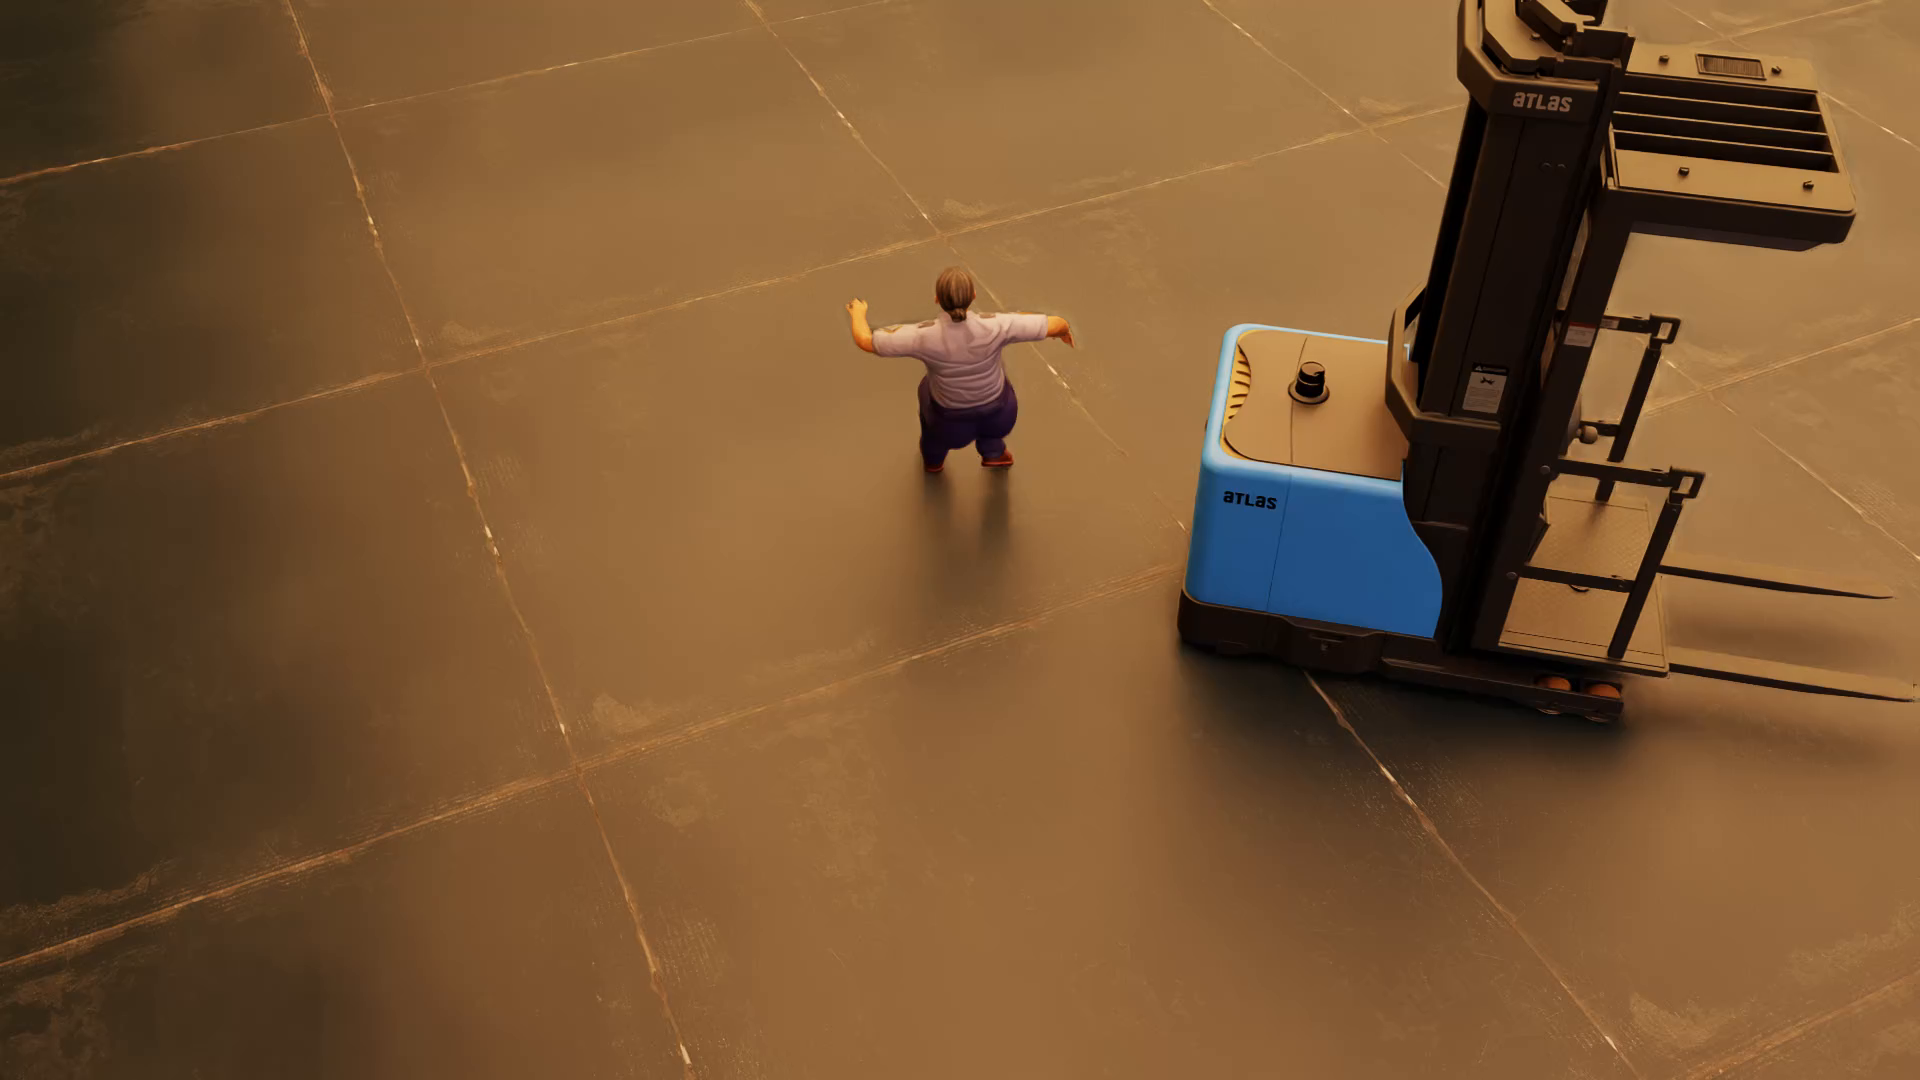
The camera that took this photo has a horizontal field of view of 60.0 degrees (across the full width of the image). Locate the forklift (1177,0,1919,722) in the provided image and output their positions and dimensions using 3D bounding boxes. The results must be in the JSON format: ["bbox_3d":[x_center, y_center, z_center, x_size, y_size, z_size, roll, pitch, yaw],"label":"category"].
[{"bbox_3d":[2.527,-0.706,6.436,3.031,2.935,1.130,9,44,9],"label":"forklift"}]

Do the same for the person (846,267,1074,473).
[{"bbox_3d":[0.006,-0.792,7.628,0.995,1.419,0.802,-9,44,-9],"label":"person"}]
